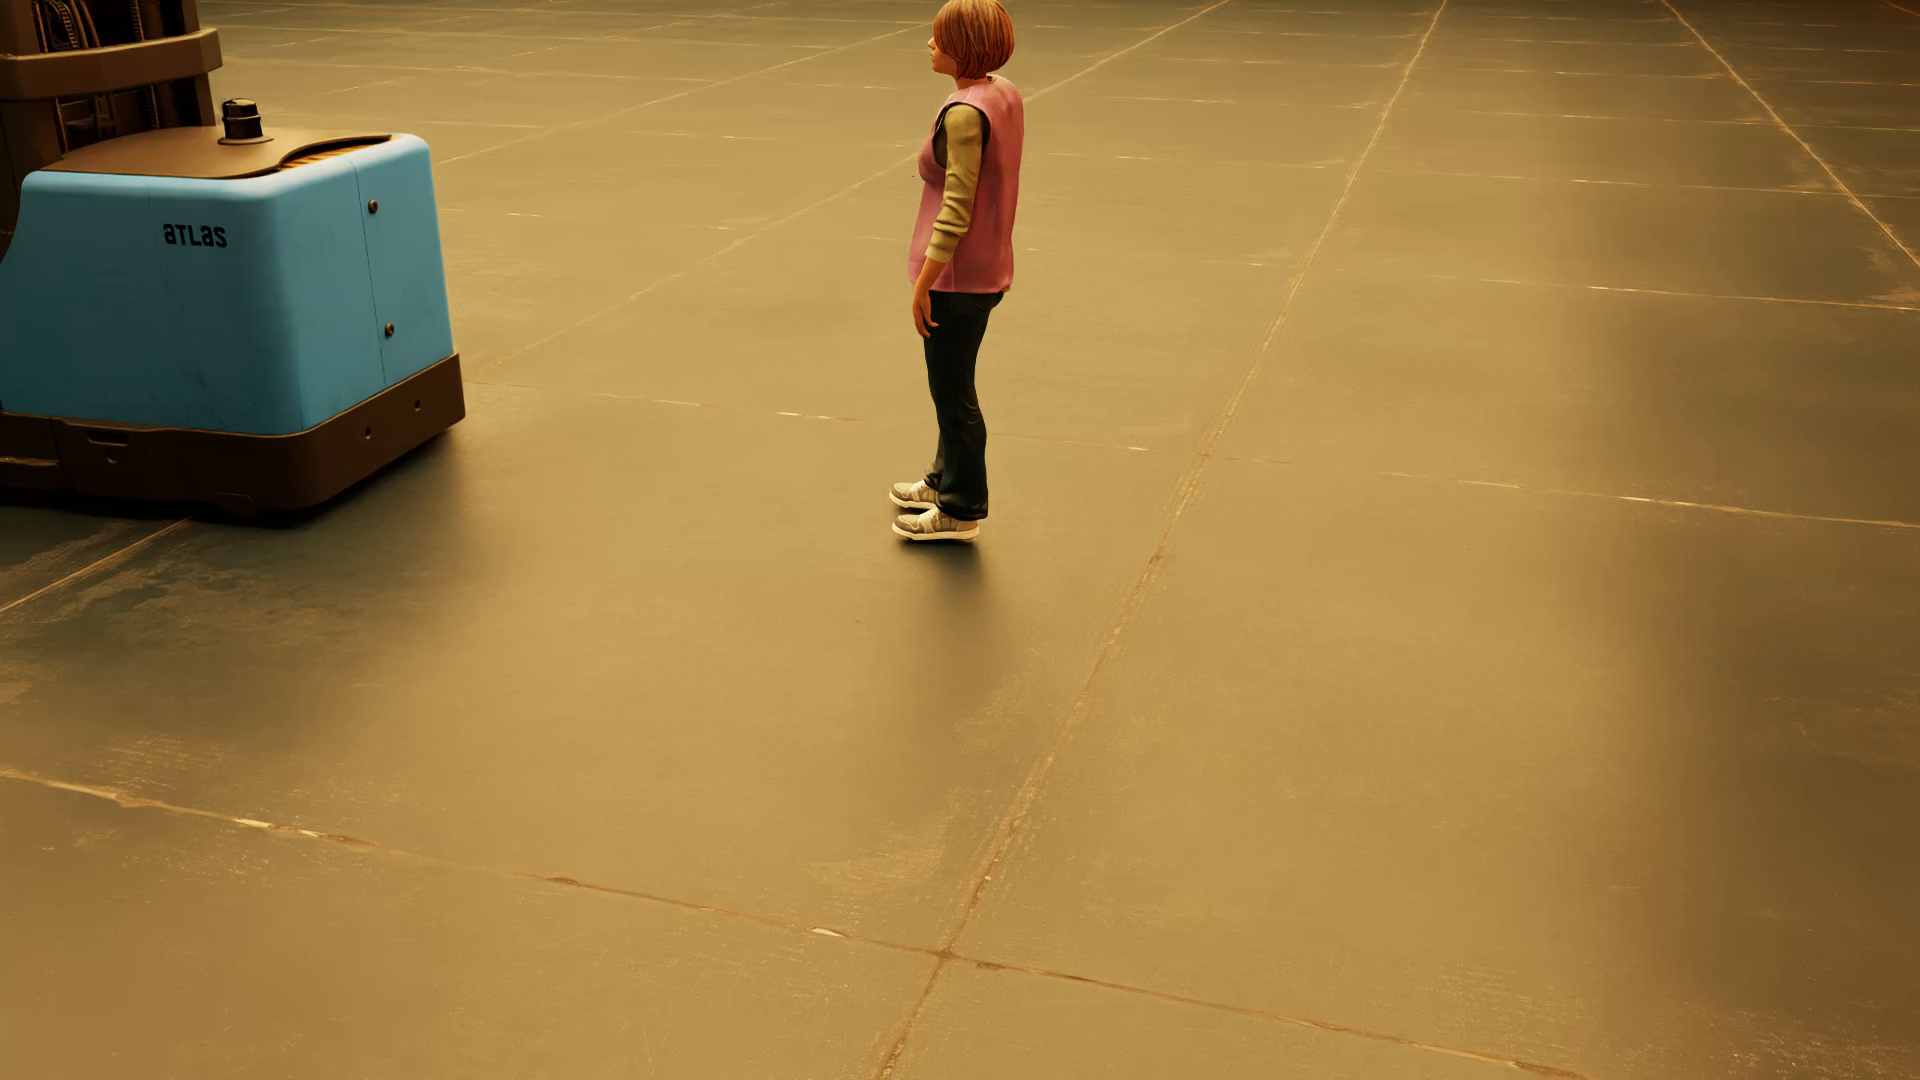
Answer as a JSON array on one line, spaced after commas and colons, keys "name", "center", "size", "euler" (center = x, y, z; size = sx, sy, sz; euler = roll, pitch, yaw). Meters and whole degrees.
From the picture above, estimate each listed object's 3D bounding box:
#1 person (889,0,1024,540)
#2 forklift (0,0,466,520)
[{"name": "person", "center": [-0.067, -0.758, 4.846], "size": [0.473, 1.599, 0.521], "euler": [7, 23, 16]}, {"name": "forklift", "center": [-3.361, -1.707, 5.415], "size": [3.031, 2.935, 1.130], "euler": [6, 23, 13]}]
